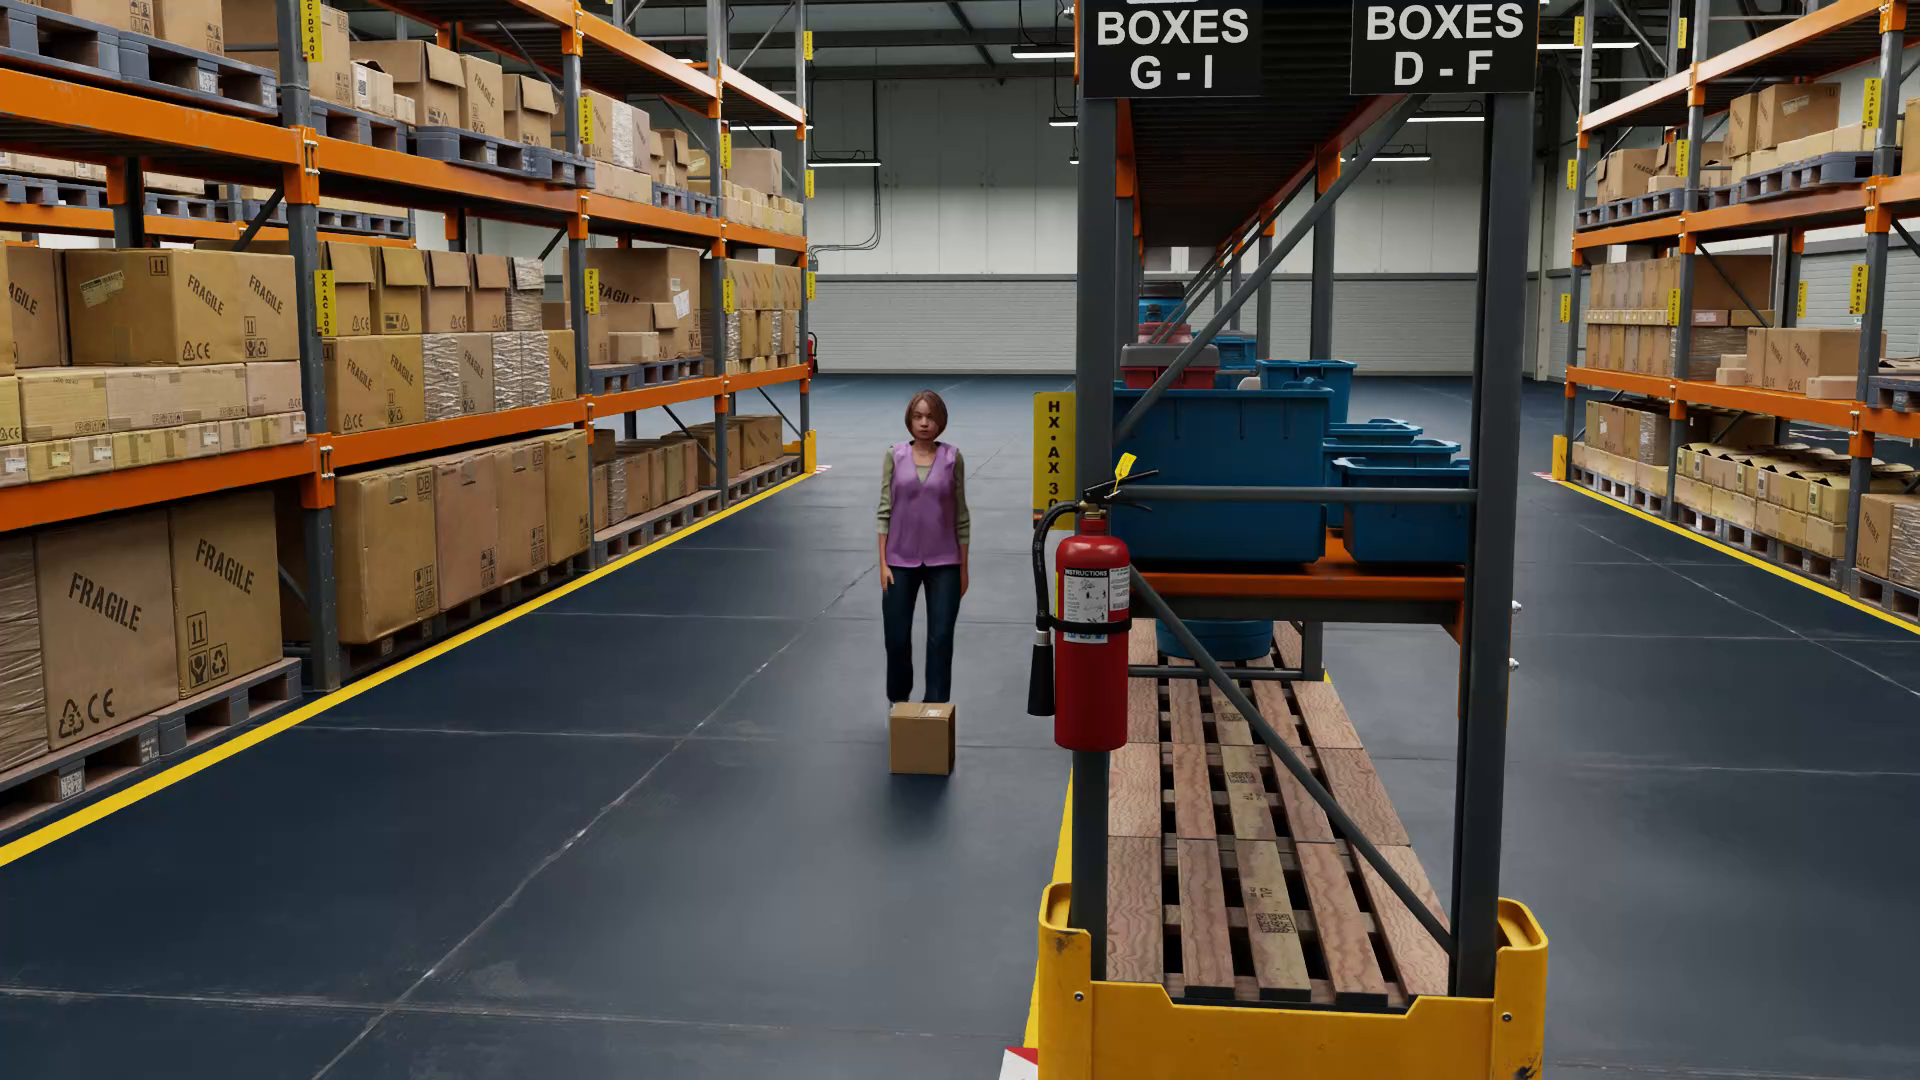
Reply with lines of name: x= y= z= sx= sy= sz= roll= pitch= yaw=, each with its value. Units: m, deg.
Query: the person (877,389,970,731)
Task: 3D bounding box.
person: x=-0.162 y=0.128 z=7.422 sx=0.419 sy=1.591 sz=0.635 roll=0 pitch=8 yaw=-1
